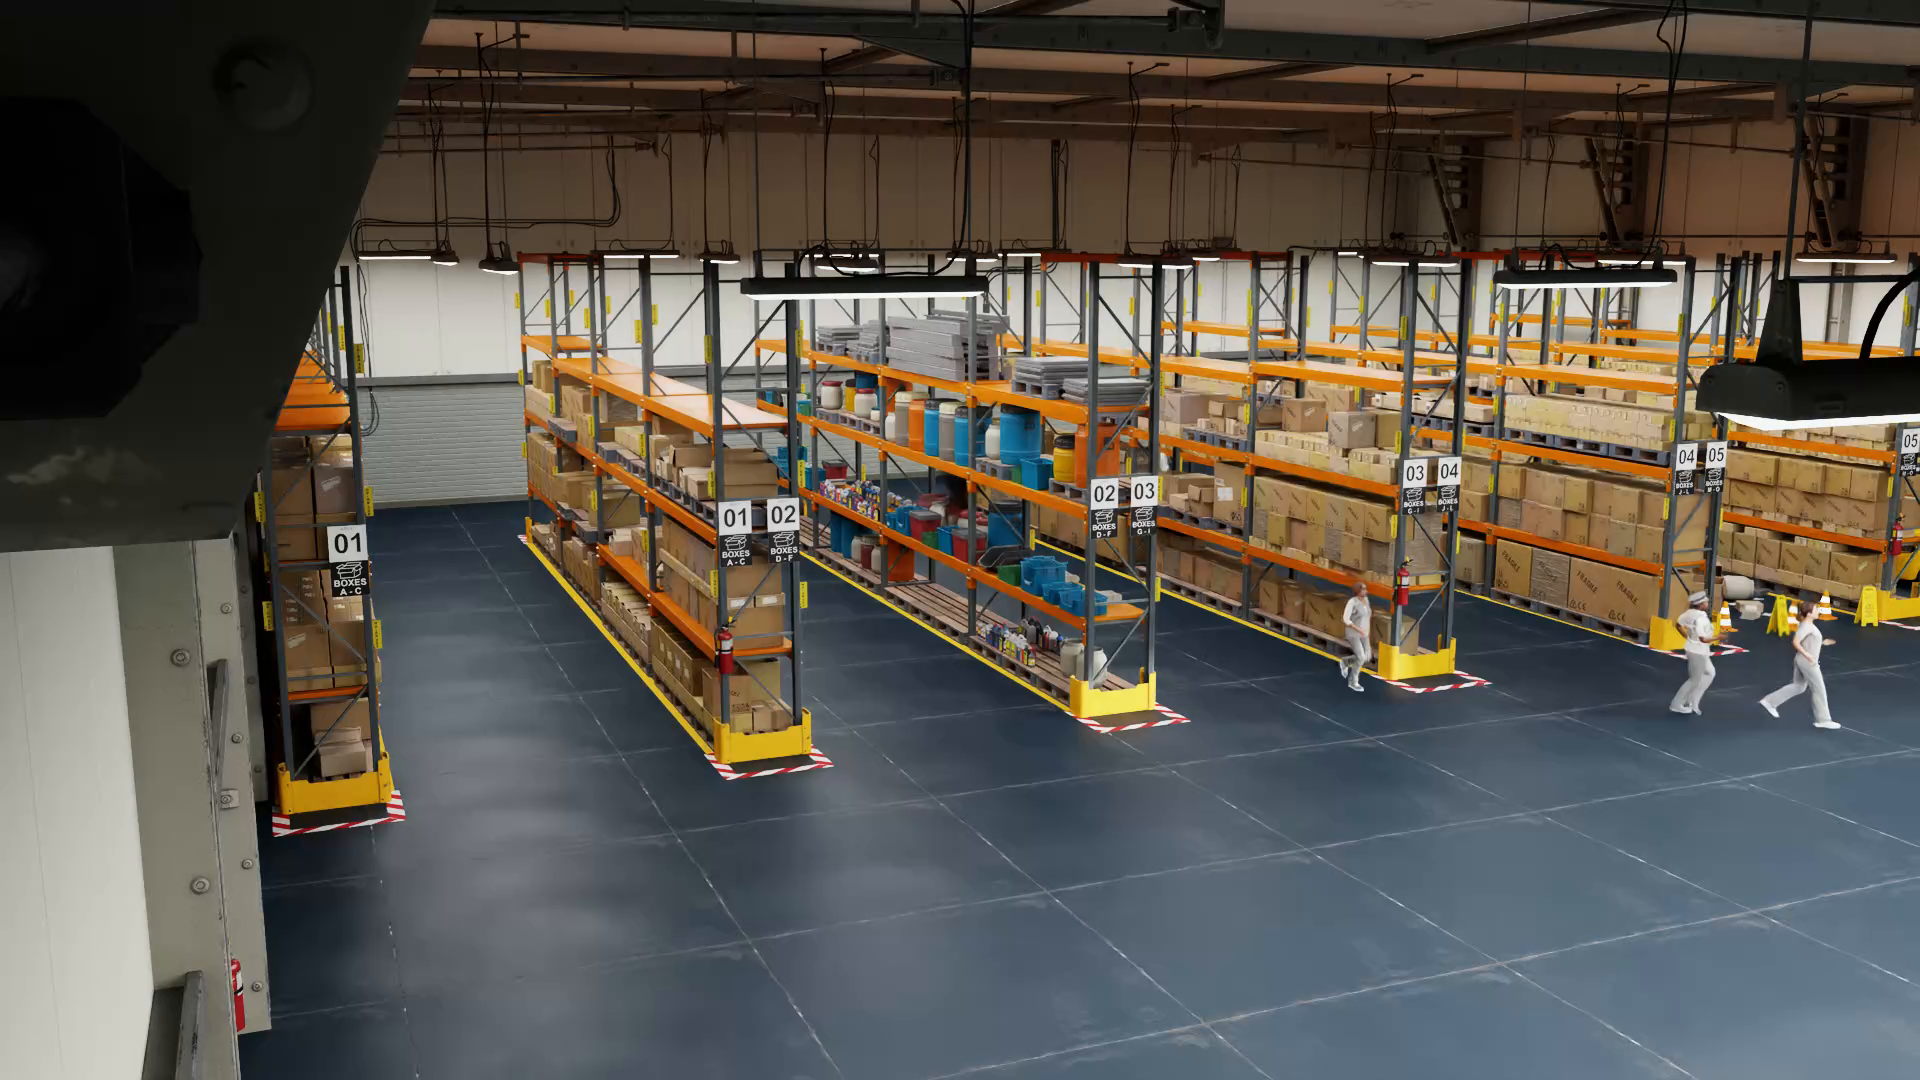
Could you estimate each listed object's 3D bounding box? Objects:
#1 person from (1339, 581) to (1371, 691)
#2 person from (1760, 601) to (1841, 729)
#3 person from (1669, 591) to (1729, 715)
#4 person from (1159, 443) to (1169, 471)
[{"bbox_3d":[5.580,1.335,23.467,0.581,1.562,0.578,-9,13,-39],"label":"person"},{"bbox_3d":[10.958,1.600,21.565,0.960,1.646,0.570,3,11,17],"label":"person"},{"bbox_3d":[9.825,1.518,22.099,0.660,1.727,0.555,2,11,11],"label":"person"},{"bbox_3d":[4.443,-1.372,37.754,0.721,1.736,0.680,-5,11,-24],"label":"person"}]
